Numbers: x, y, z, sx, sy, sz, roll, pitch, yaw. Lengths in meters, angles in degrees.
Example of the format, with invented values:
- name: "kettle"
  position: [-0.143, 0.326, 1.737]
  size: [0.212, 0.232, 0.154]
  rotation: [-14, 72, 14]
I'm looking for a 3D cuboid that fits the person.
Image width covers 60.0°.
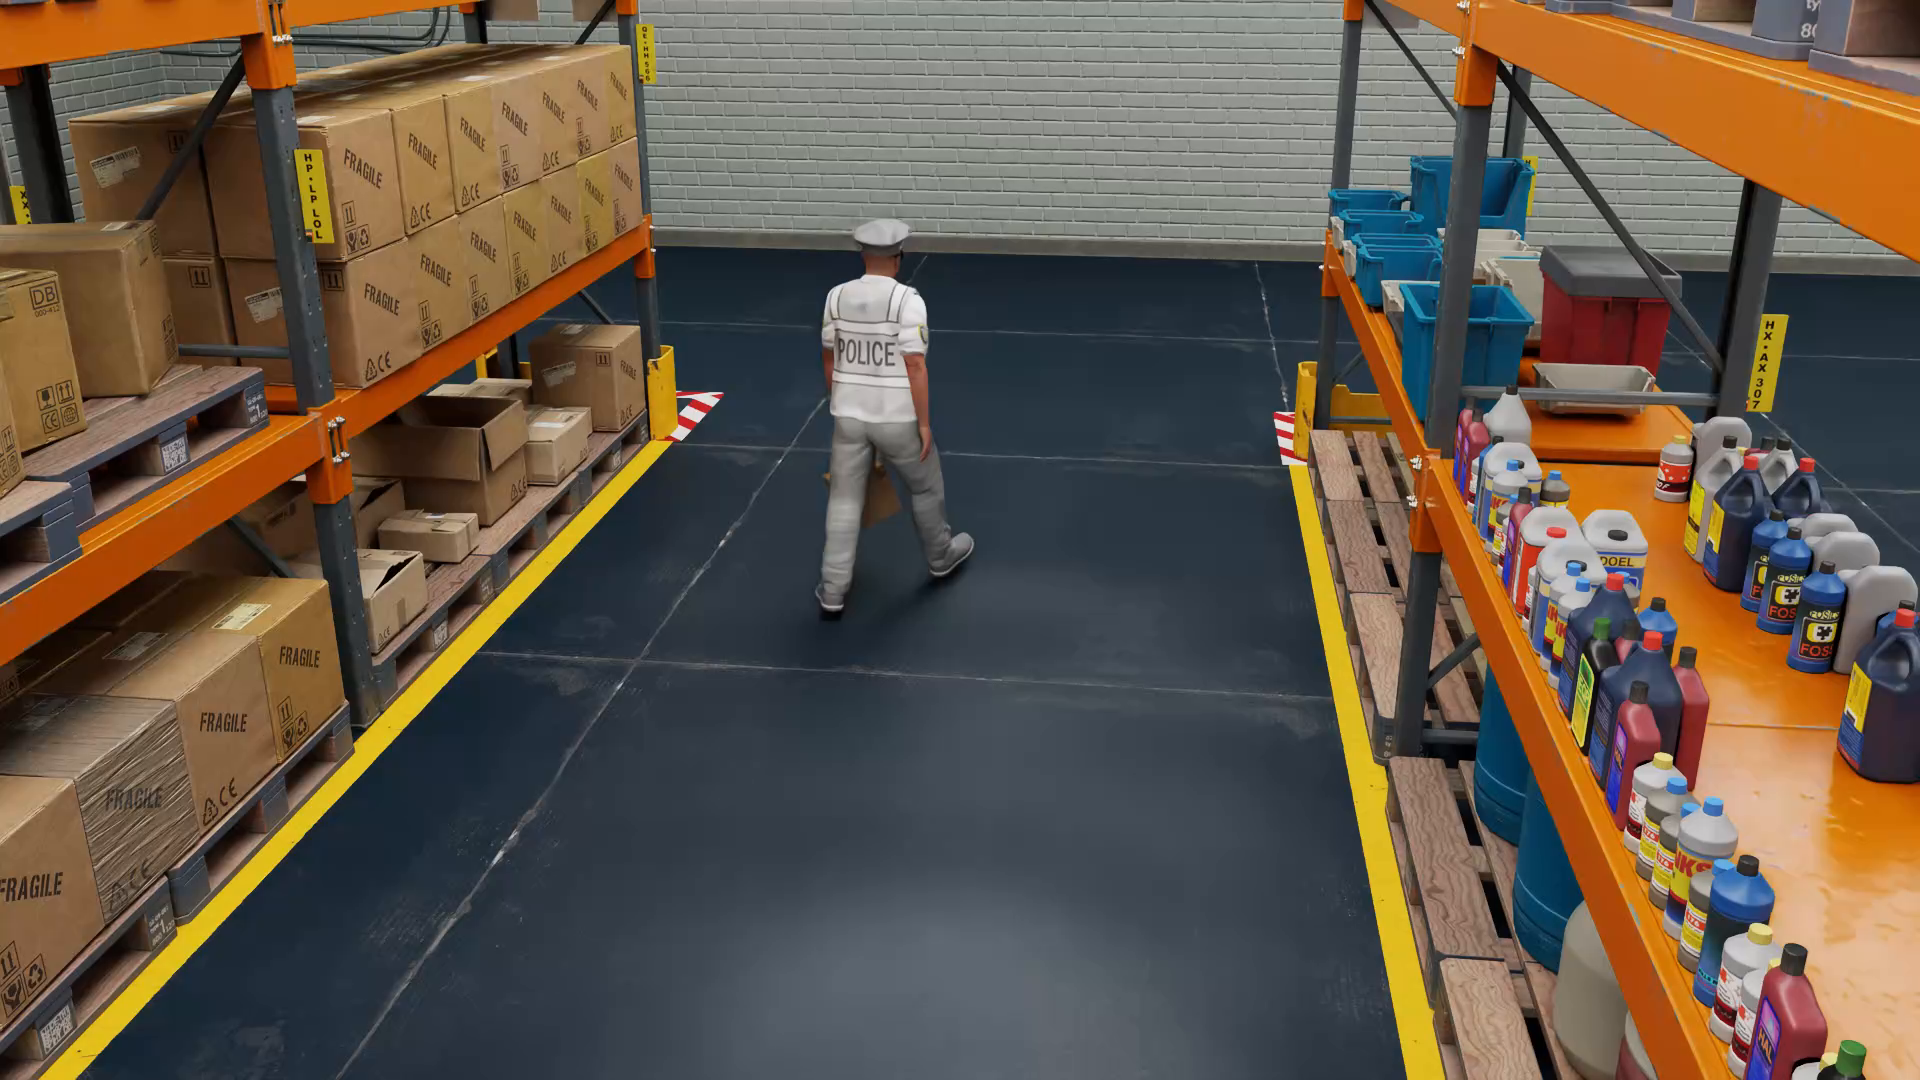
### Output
- name: "person"
  position: [-0.348, -0.597, 7.622]
  size: [0.573, 1.712, 0.933]
  rotation: [9, 23, 22]
